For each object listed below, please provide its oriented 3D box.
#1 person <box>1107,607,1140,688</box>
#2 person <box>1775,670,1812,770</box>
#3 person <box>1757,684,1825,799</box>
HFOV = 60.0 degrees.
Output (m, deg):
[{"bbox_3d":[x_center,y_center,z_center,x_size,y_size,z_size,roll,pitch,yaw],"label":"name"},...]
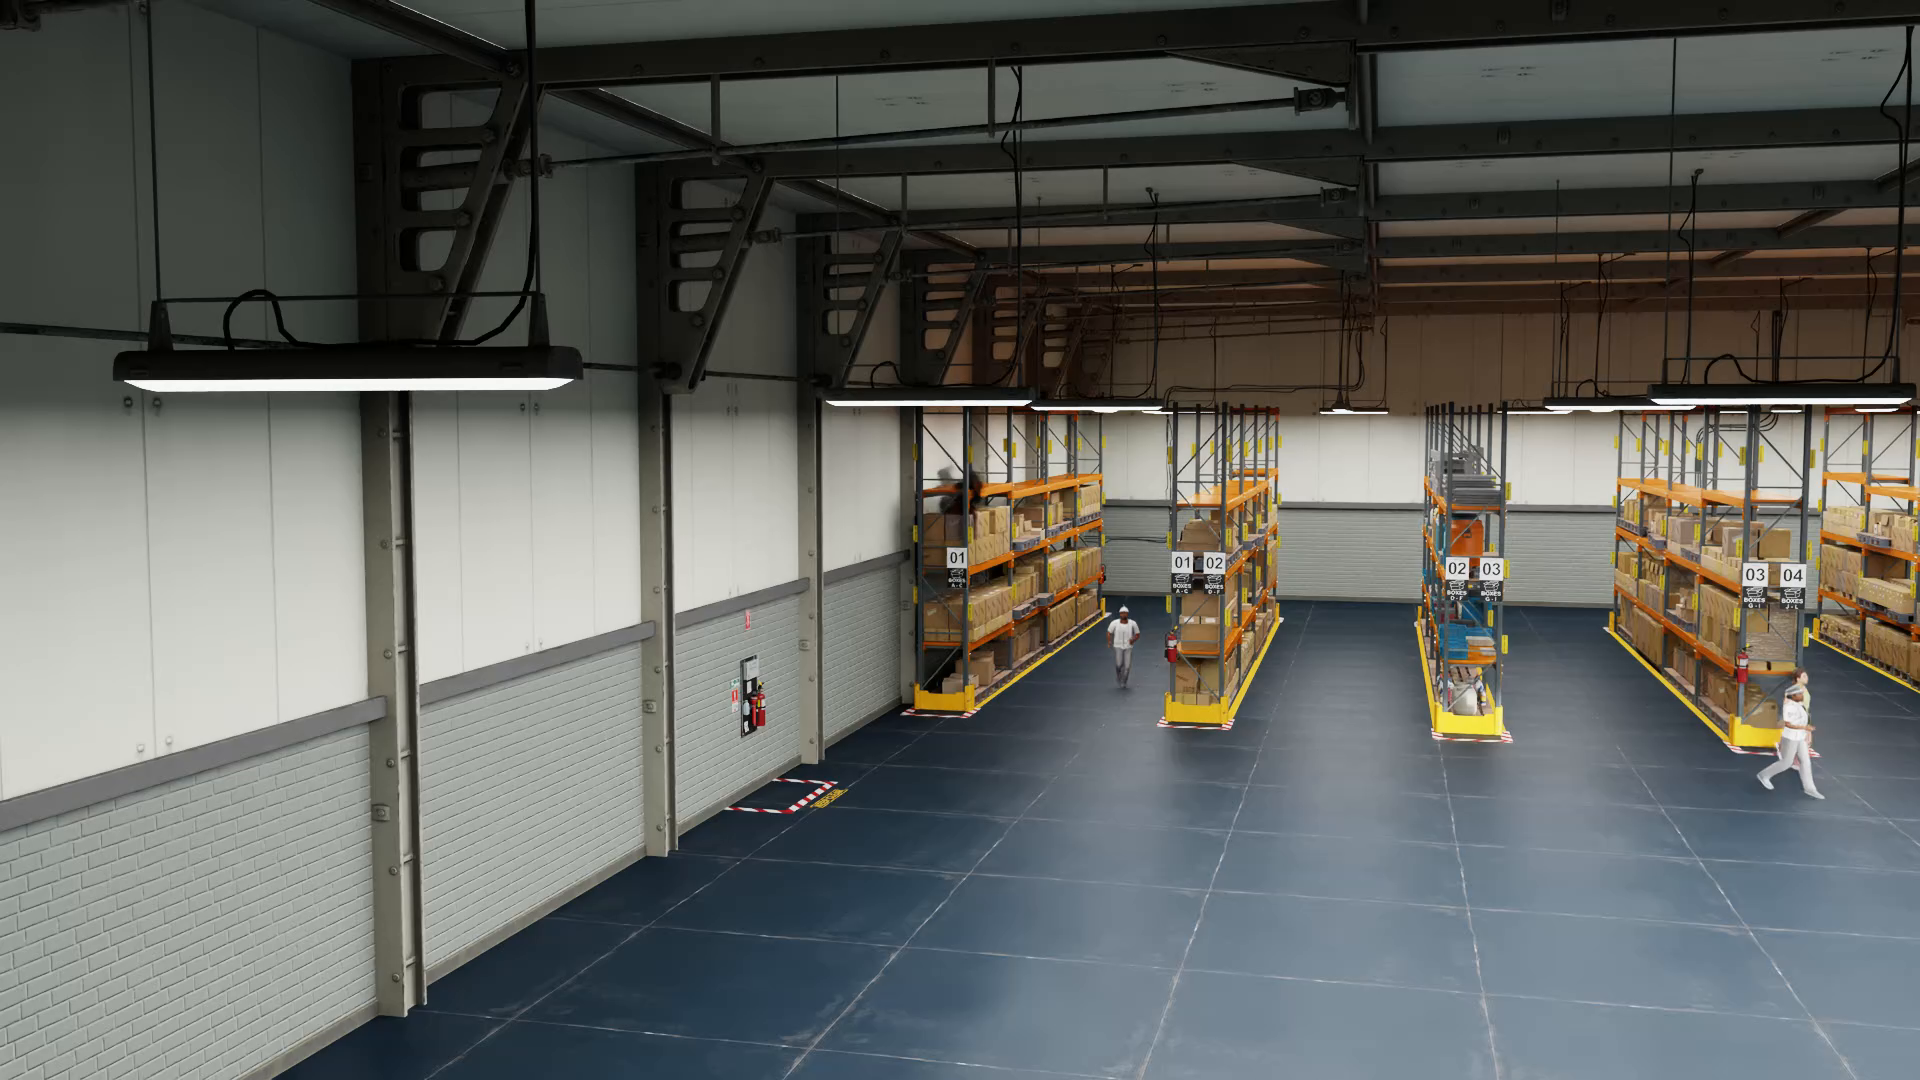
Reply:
[{"bbox_3d":[3.448,2.270,35.087,0.698,1.720,0.576,0,4,3],"label":"person"},{"bbox_3d":[13.634,2.918,27.182,0.624,1.636,0.597,-3,5,-36],"label":"person"},{"bbox_3d":[12.537,3.009,25.061,0.583,1.703,0.939,-4,6,-44],"label":"person"}]
